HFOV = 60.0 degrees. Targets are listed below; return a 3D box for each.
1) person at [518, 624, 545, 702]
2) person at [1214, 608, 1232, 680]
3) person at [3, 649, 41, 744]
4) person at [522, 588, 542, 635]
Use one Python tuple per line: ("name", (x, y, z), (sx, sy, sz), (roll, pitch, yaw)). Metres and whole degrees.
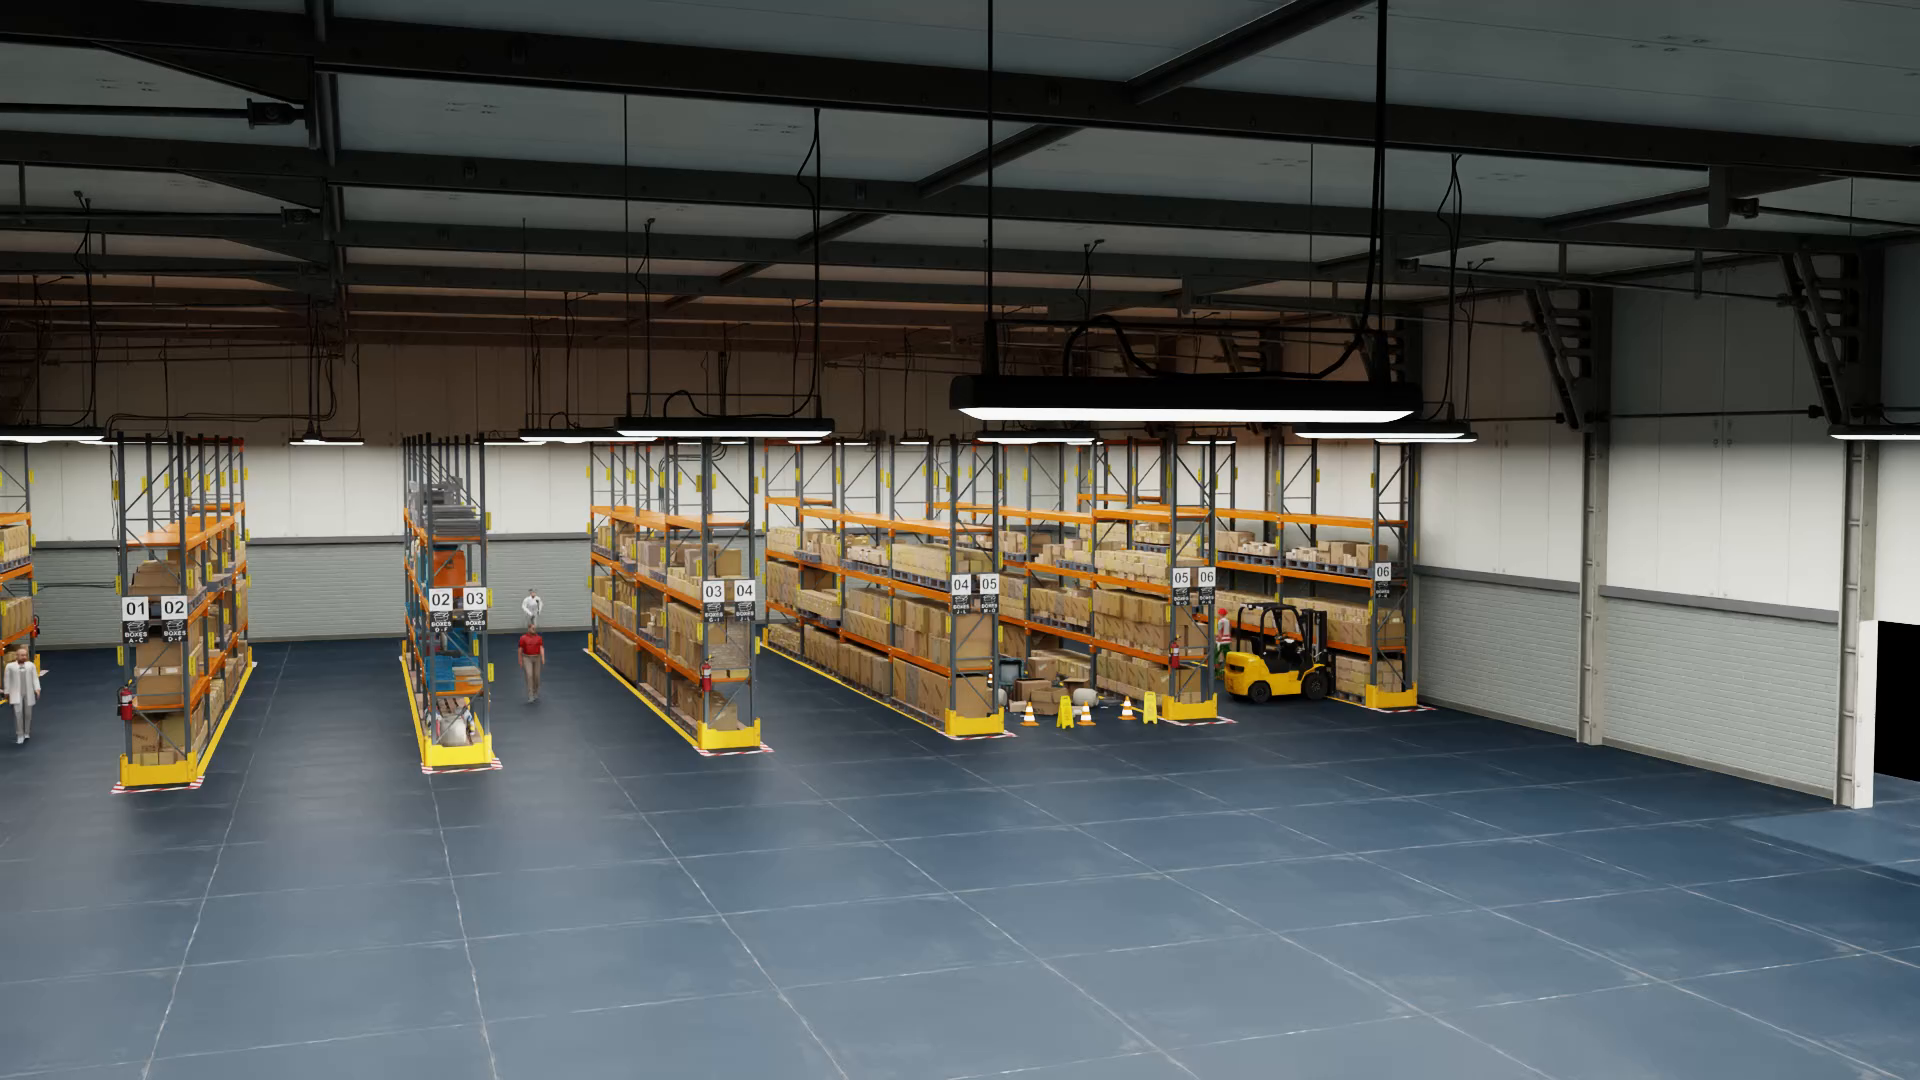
("person", (-9.673, 2.782, 37.787), (0.559, 1.737, 0.721), (-2, 4, -36))
("person", (6.486, 2.576, 40.856), (0.569, 1.807, 0.543), (-2, 4, -33))
("person", (-18.320, 3.056, 32.557), (0.731, 1.818, 0.593), (3, 4, 44))
("person", (-12.649, 2.202, 49.197), (0.557, 1.601, 0.700), (-1, 3, -11))
